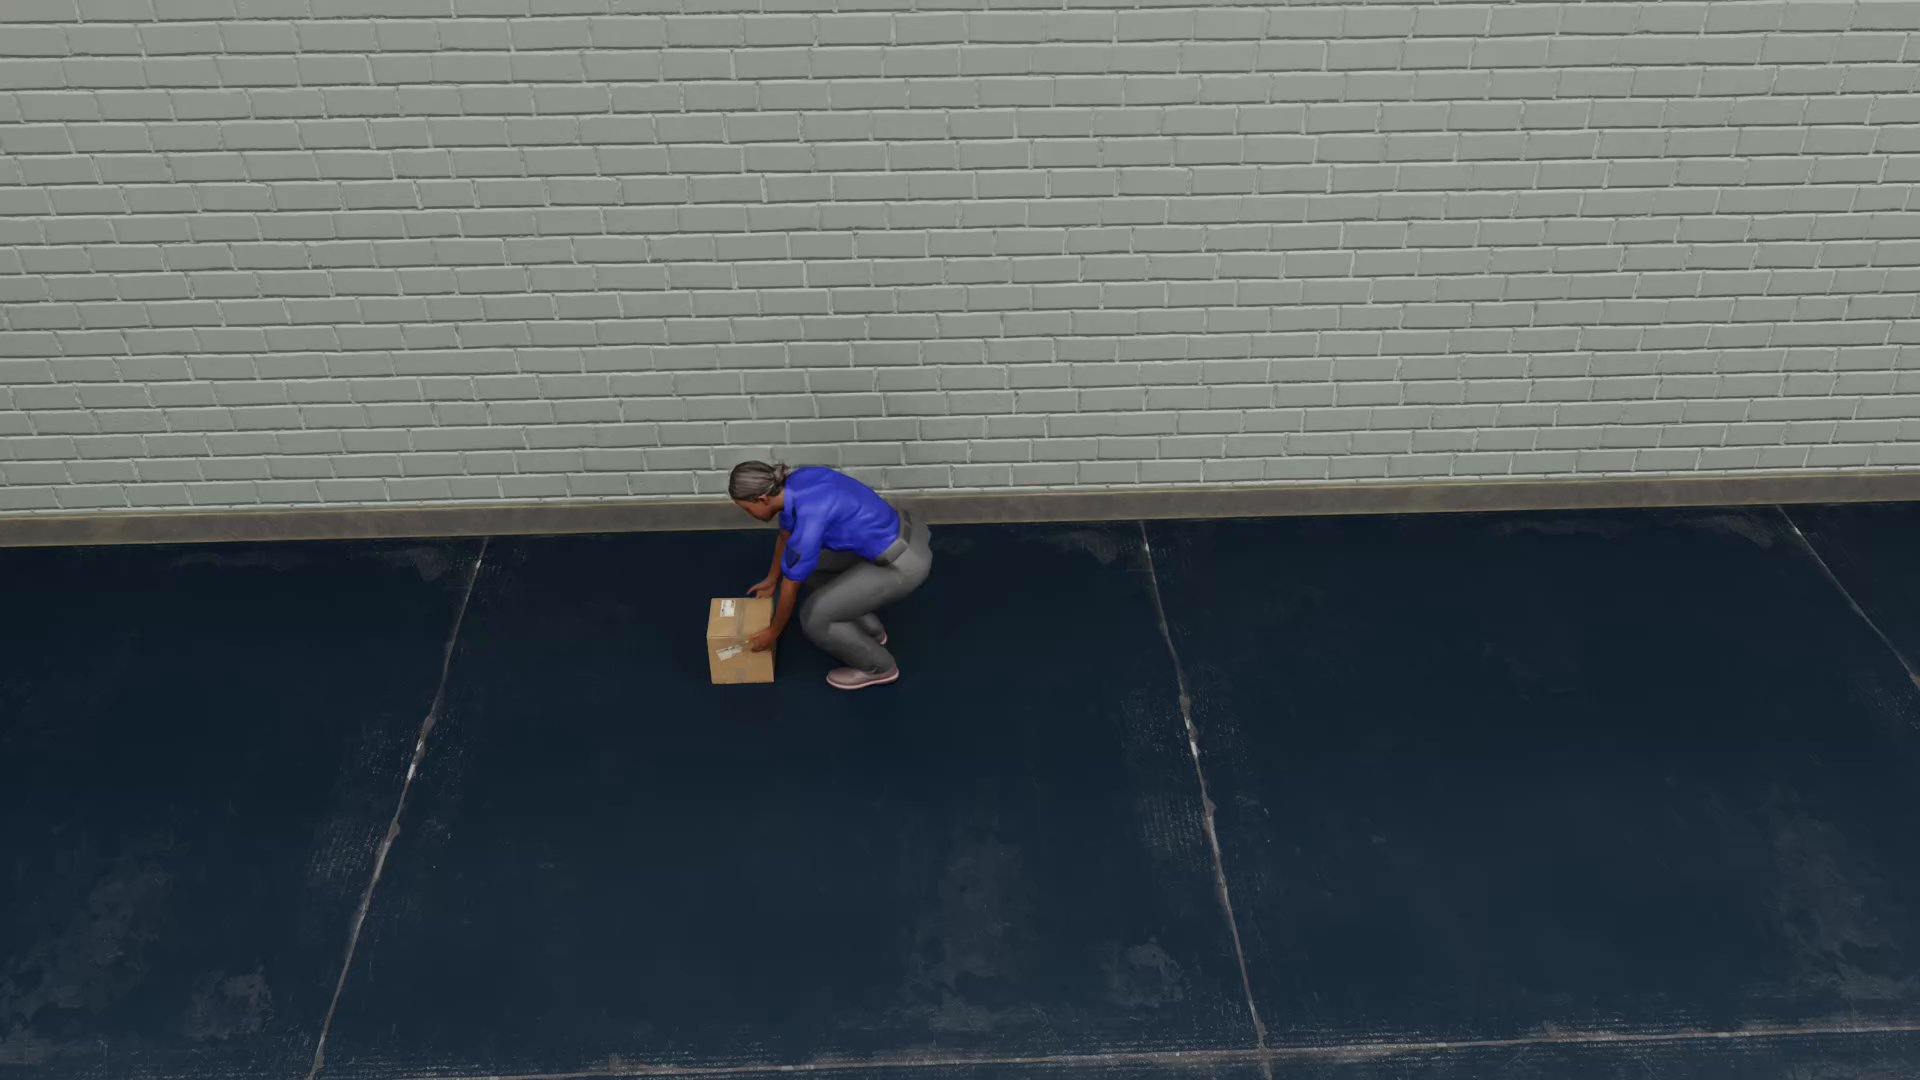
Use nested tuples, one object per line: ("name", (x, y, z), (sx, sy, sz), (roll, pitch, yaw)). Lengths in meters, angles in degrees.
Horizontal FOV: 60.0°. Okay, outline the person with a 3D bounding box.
("person", (-0.490, 0.108, 6.549), (0.767, 1.025, 0.485), (-2, 35, -2))
